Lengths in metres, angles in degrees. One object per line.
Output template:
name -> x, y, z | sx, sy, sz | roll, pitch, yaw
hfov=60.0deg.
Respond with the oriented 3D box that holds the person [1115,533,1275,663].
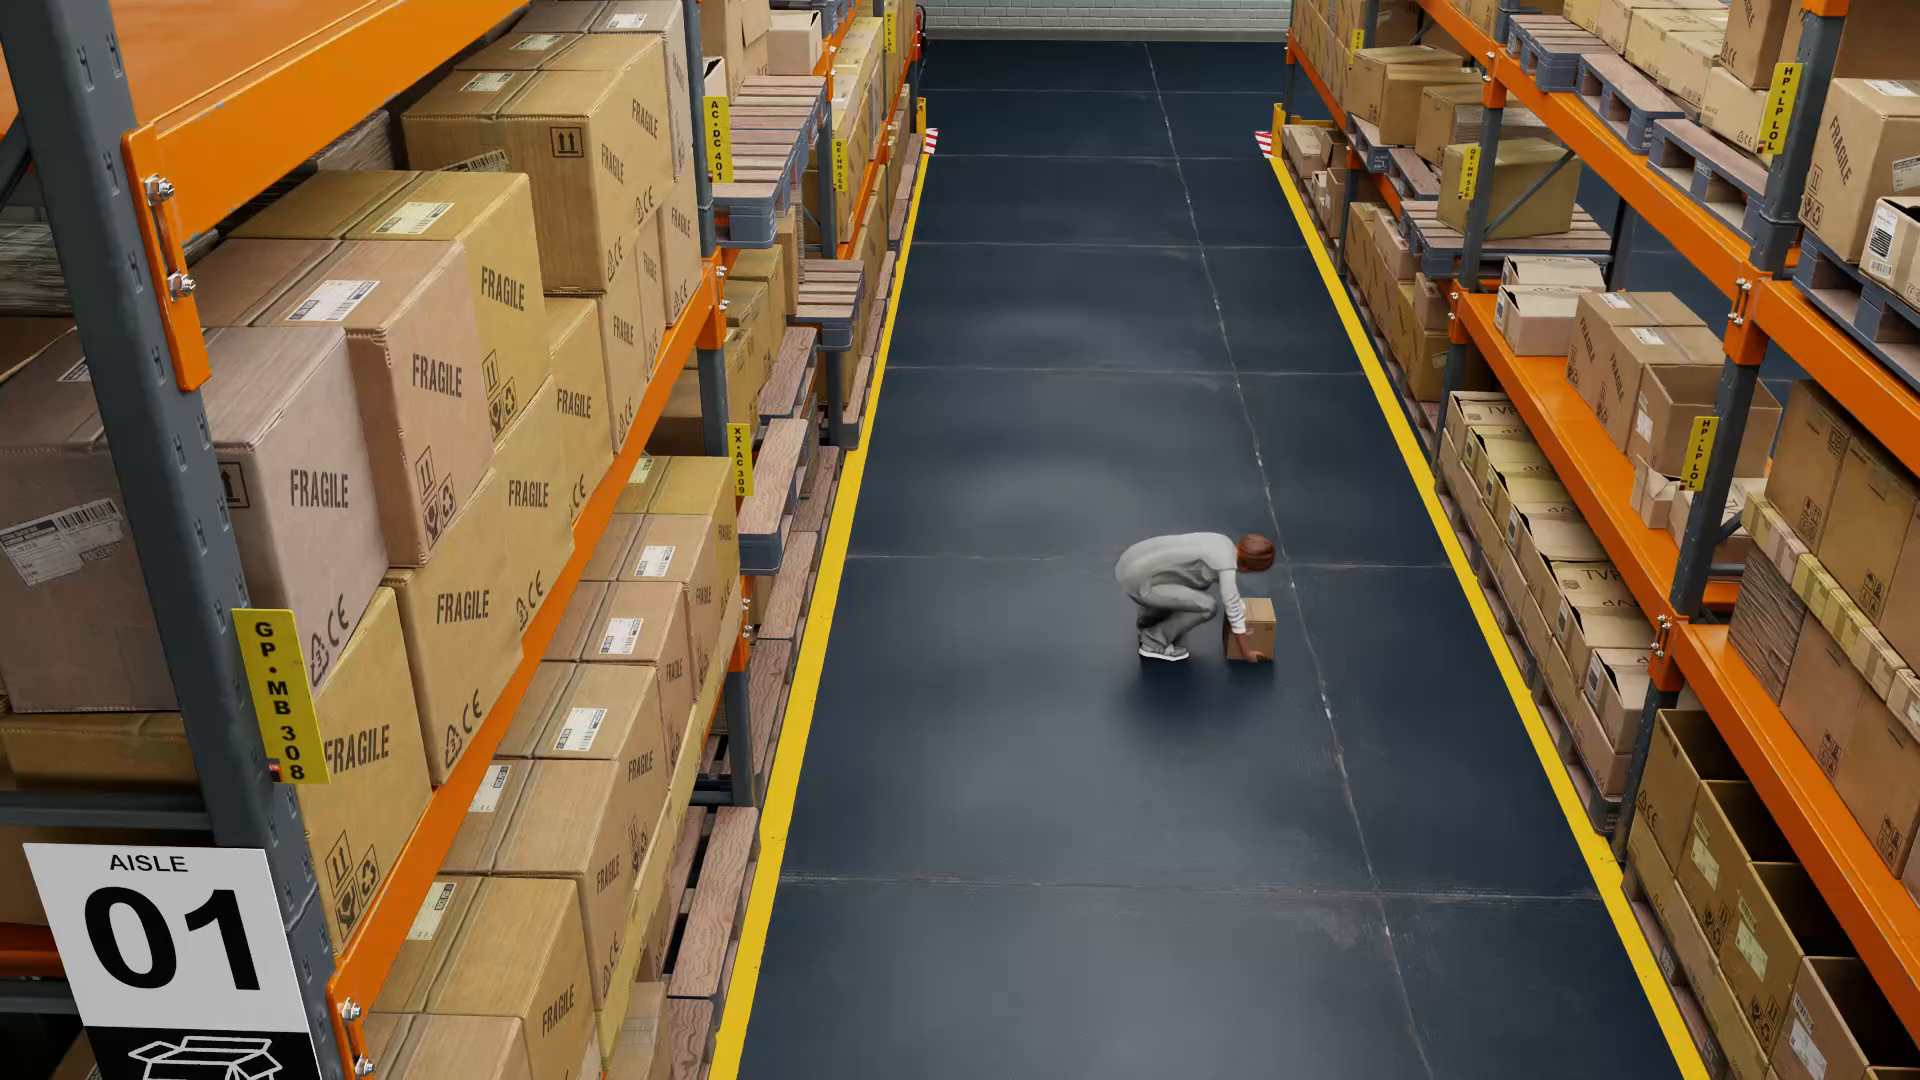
person -> 1.268, 0.297, 9.068 | 0.863, 0.694, 0.421 | 0, 28, 1
